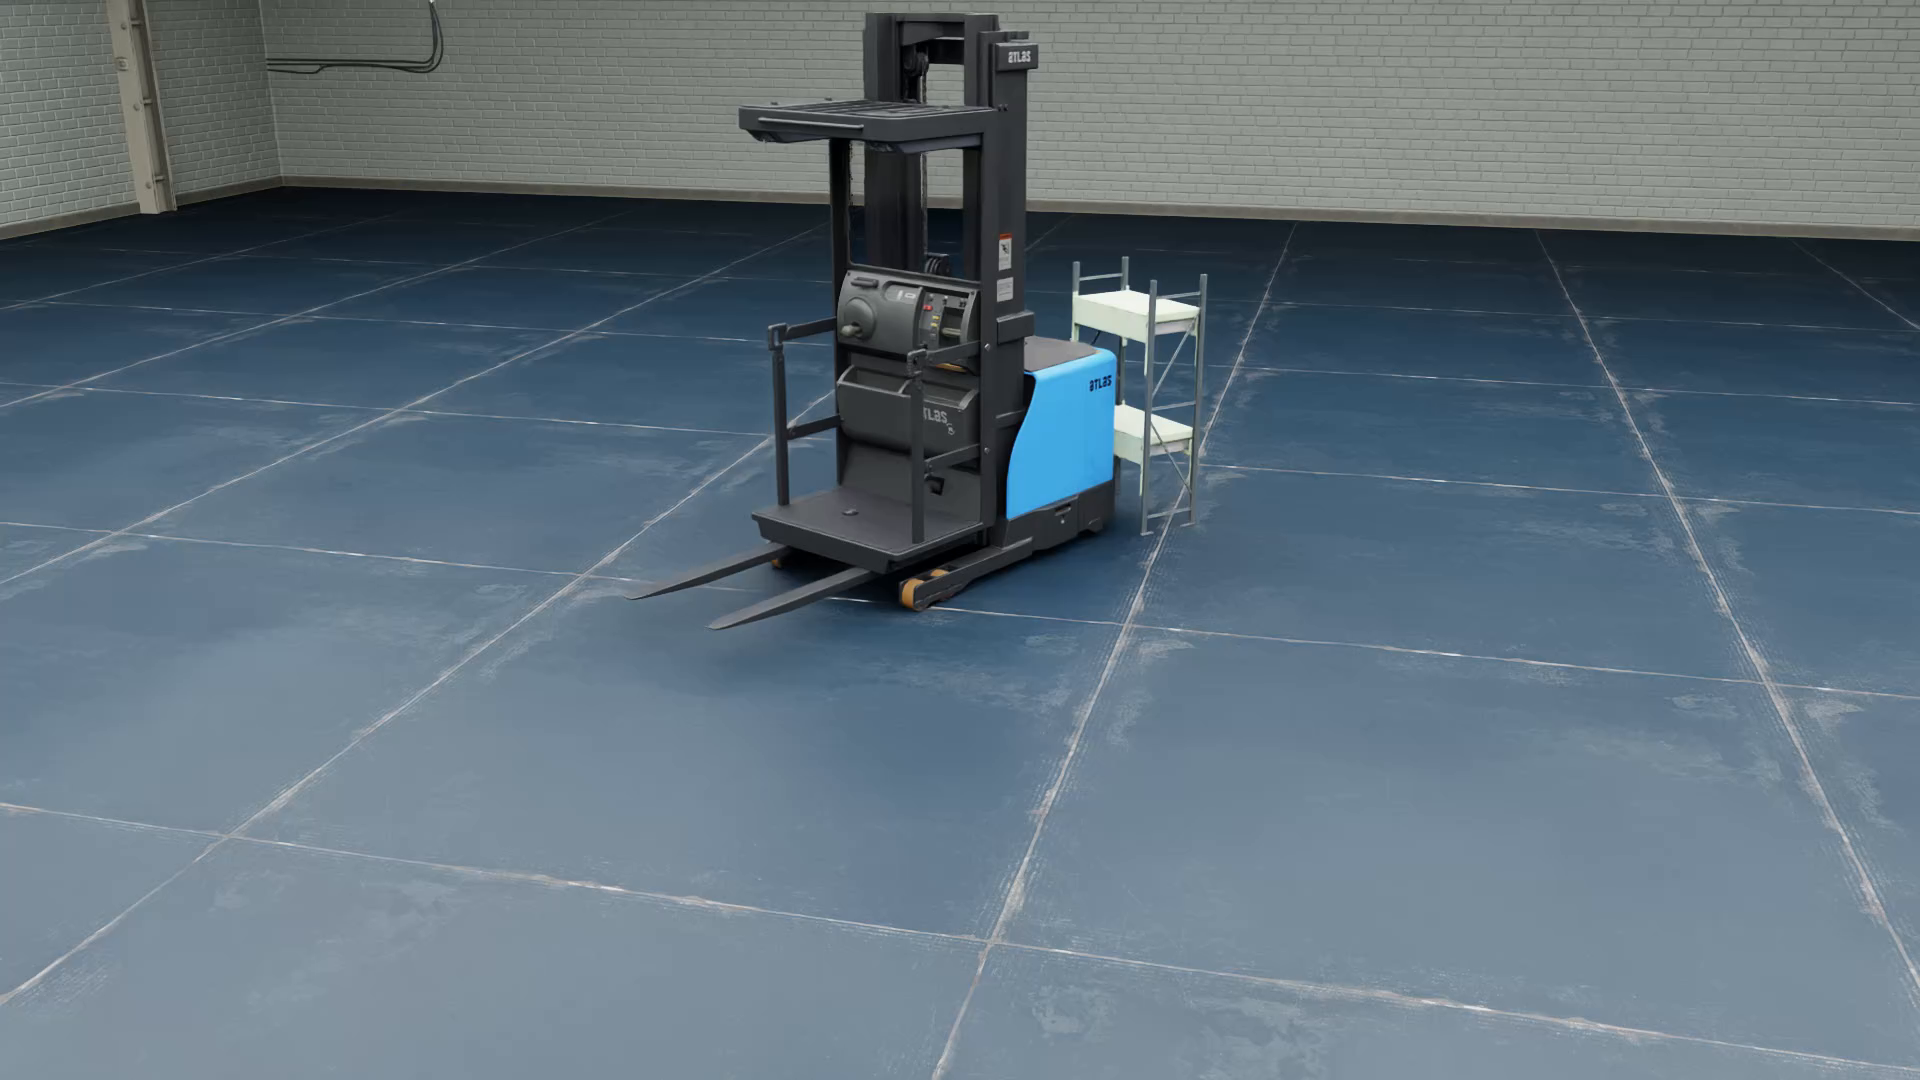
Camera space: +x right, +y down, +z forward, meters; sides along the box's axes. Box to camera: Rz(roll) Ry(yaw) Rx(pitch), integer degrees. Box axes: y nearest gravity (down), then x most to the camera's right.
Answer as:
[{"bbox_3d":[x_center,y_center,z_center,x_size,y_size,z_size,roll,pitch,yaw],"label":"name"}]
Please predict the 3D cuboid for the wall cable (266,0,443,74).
[{"bbox_3d":[-9.078,-8.148,24.424,3.097,2.526,0.112,5,19,13],"label":"wall cable"}]

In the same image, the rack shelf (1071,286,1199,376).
[{"bbox_3d":[1.040,-1.242,9.793,0.431,0.370,0.720,-11,22,-30],"label":"rack shelf"}]

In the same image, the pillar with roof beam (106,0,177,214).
[{"bbox_3d":[-6.905,-8.458,20.529,9.100,9.000,0.400,5,19,13],"label":"pillar with roof beam"}]

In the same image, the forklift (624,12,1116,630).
[{"bbox_3d":[-0.421,-1.201,8.669,1.130,2.935,3.031,15,24,38],"label":"forklift"}]

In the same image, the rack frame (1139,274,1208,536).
[{"bbox_3d":[1.233,-0.772,9.625,0.400,1.500,0.023,-11,22,-30],"label":"rack frame"}]

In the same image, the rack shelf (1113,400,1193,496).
[{"bbox_3d":[1.037,-0.564,10.023,0.431,0.370,0.720,-11,22,-30],"label":"rack shelf"}]

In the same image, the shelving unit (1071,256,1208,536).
[{"bbox_3d":[1.038,-0.873,9.918,0.431,1.500,0.755,-11,22,-30],"label":"shelving unit"}]

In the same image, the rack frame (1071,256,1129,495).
[{"bbox_3d":[0.844,-0.973,10.212,0.400,1.500,0.023,-11,22,-30],"label":"rack frame"}]
